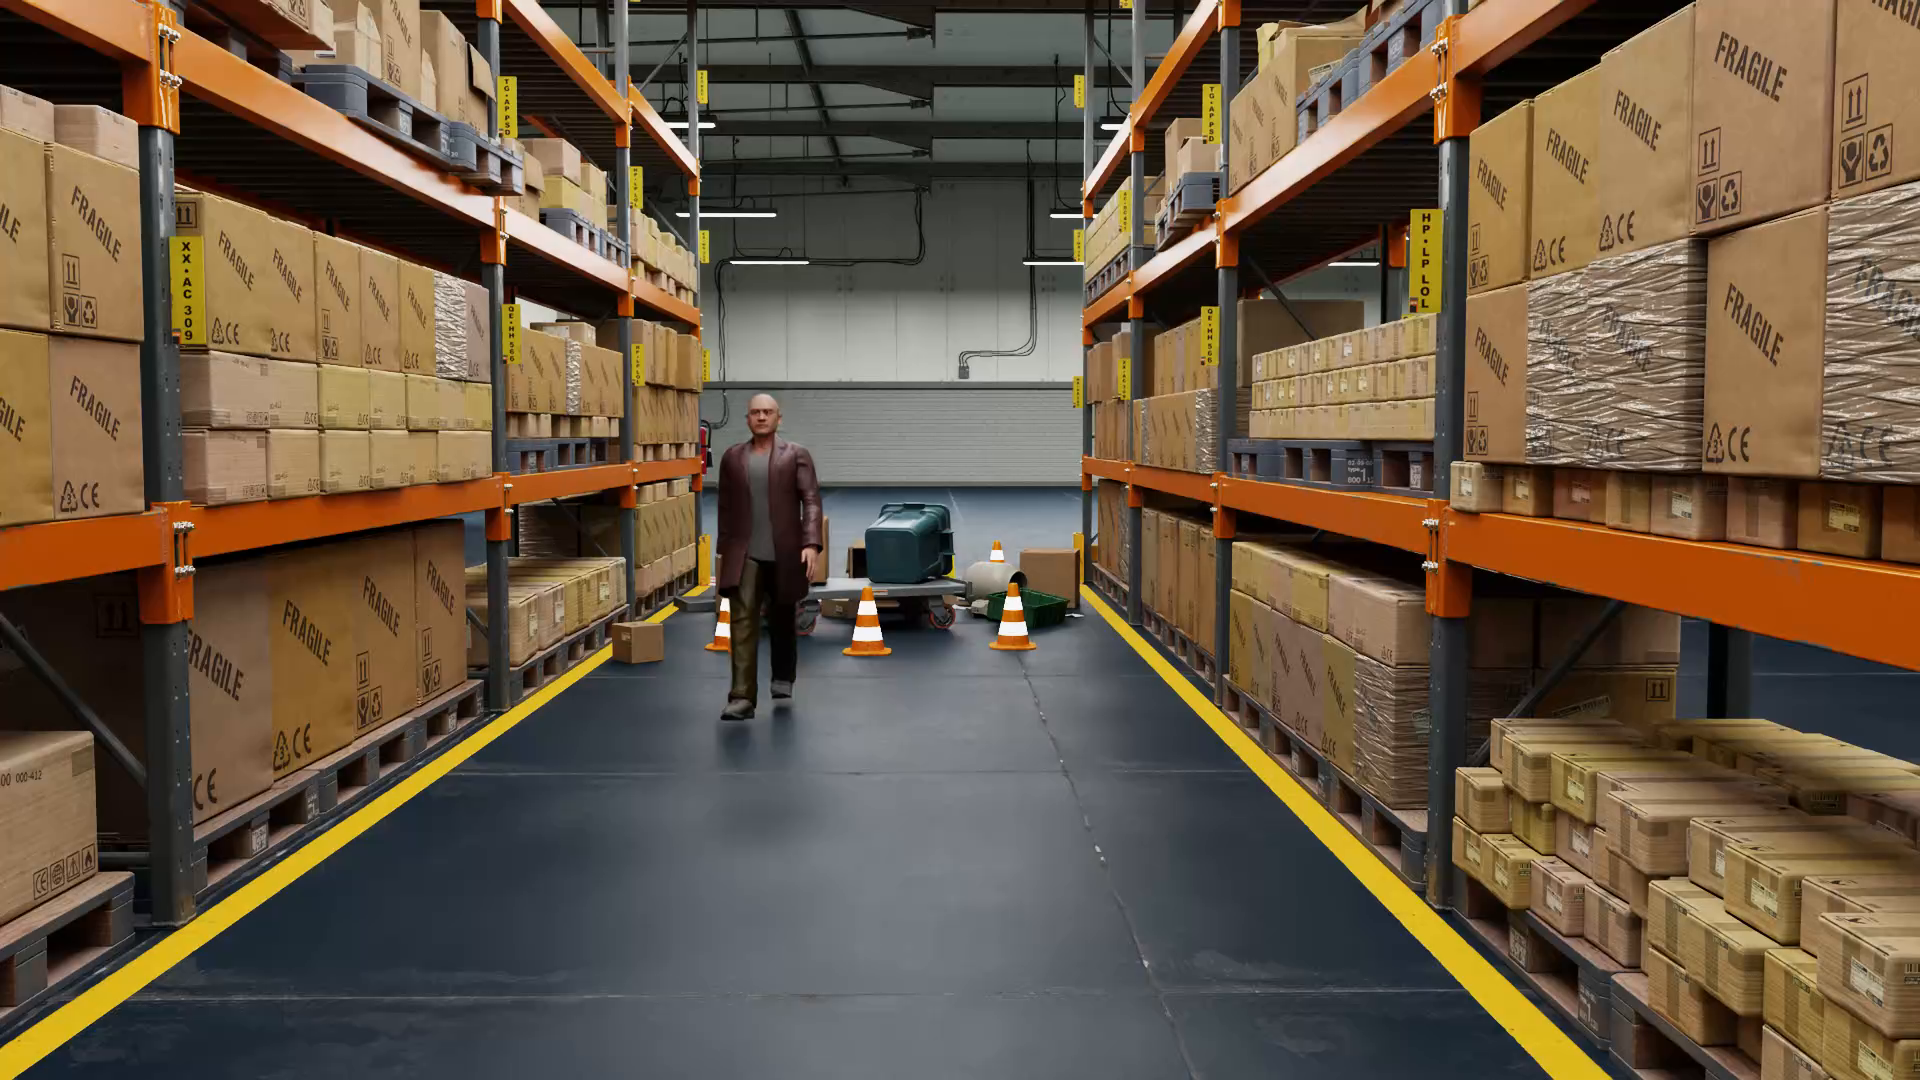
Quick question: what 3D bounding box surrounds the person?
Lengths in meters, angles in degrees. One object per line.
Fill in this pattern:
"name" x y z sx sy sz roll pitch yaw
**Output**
"person" -1.038 0.074 8.993 0.617 1.726 1.124 0 4 -1
